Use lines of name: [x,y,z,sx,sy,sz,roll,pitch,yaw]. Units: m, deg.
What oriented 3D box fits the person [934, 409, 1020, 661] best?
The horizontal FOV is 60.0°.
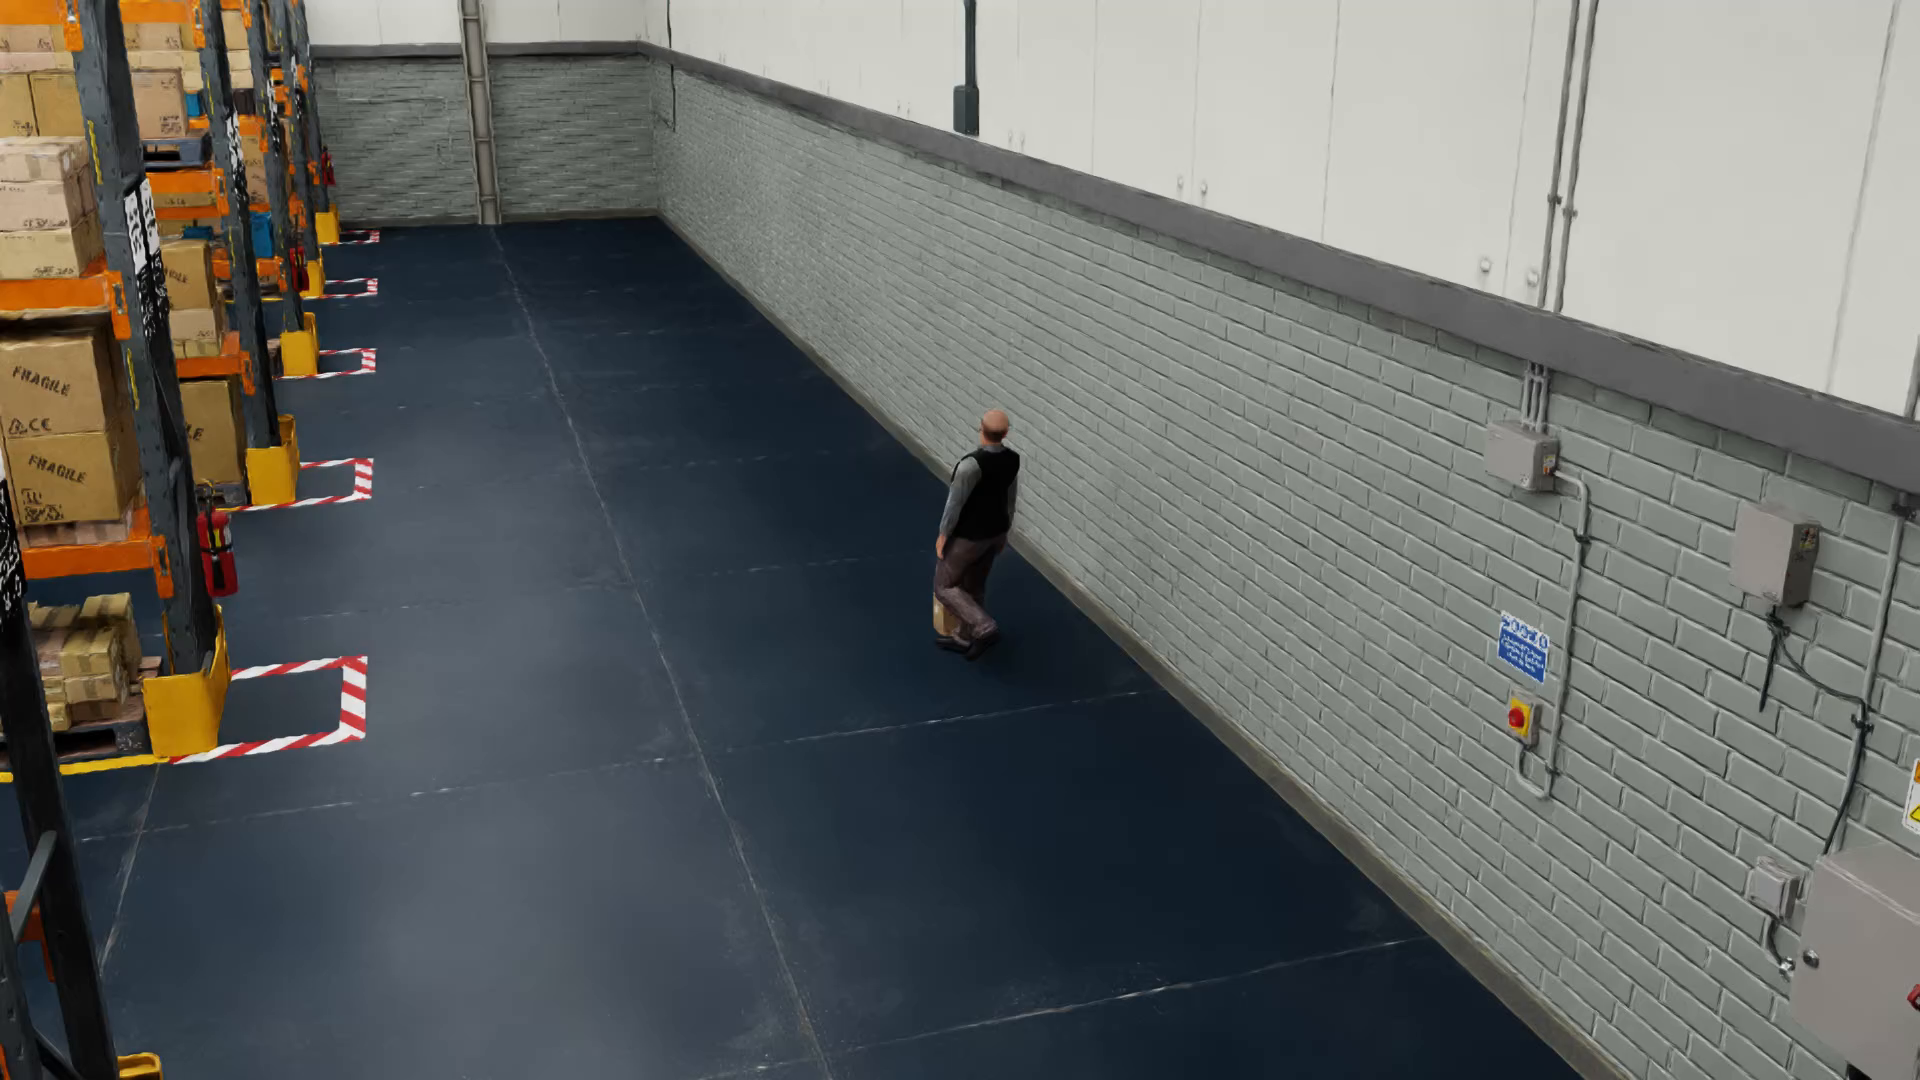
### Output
person: [0.092,-0.032,10.834,0.677,1.703,0.574,18,26,41]
